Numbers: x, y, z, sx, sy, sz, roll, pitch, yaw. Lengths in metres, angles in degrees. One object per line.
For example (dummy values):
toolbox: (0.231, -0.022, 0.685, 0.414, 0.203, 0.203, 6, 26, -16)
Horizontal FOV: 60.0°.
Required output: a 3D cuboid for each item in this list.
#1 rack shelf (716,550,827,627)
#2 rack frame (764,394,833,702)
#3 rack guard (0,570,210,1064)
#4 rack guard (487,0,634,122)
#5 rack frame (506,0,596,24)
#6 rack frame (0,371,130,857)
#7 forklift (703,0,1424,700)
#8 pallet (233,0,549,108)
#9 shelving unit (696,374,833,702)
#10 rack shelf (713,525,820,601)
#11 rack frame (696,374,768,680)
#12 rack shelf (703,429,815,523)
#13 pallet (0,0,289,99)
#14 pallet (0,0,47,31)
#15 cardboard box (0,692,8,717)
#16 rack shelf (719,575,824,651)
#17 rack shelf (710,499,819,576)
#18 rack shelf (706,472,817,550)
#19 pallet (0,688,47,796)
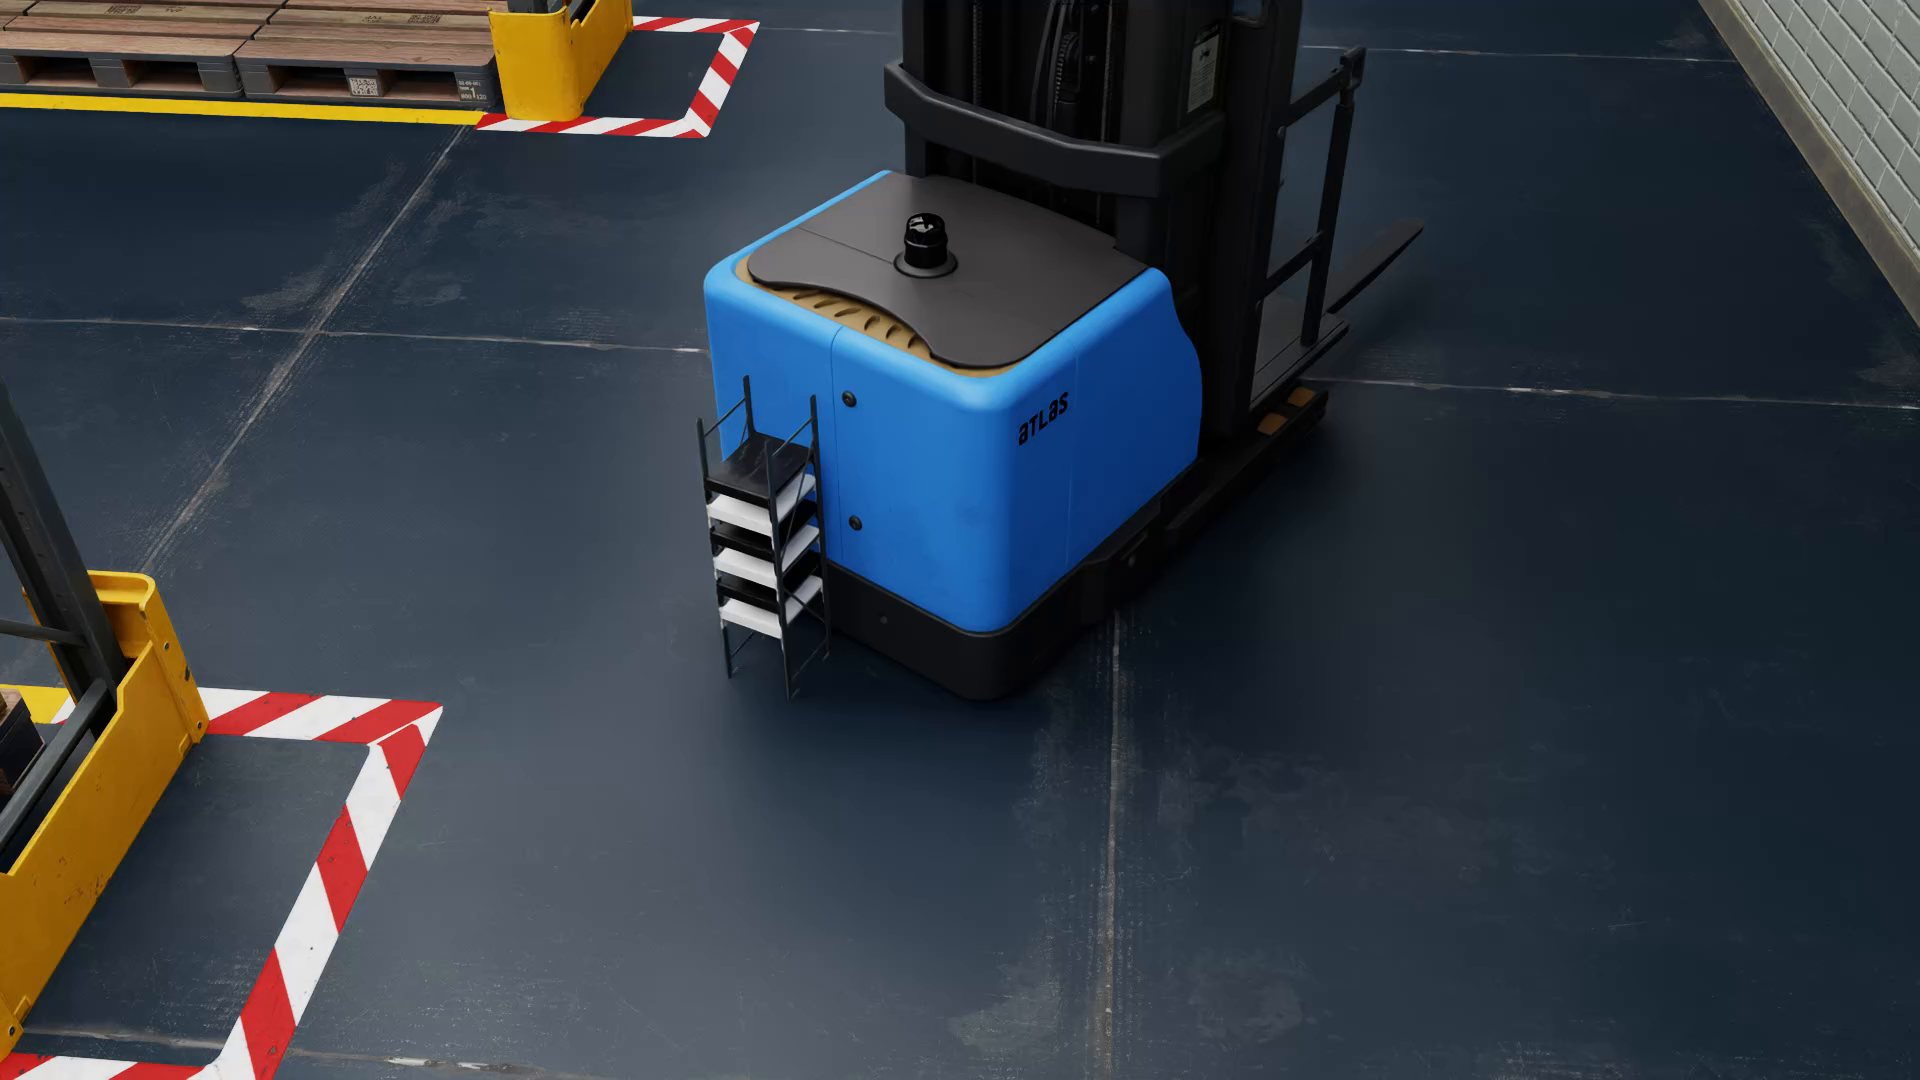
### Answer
rack shelf: (-0.519, 0.107, 4.601, 0.200, 0.077, 0.258, 18, 42, 21)
rack frame: (-0.429, 0.041, 4.487, 0.006, 0.900, 0.240, 18, 42, 21)
rack guard: (-2.301, 0.645, 4.062, 0.348, 0.500, 1.175, 3, 39, 4)
rack guard: (-1.873, -2.478, 7.899, 0.348, 0.500, 1.175, 3, 39, 4)
rack frame: (-1.898, -3.441, 7.101, 0.127, 3.000, 1.000, 3, 39, 4)
rack frame: (-2.325, -0.326, 3.274, 0.127, 3.000, 1.000, 3, 39, 4)
forklift: (0.596, -1.568, 4.854, 1.130, 2.935, 3.031, 26, 46, 28)
pallet: (-2.716, -2.429, 8.067, 1.213, 0.211, 1.003, 3, 39, 4)
shelving unit: (-0.519, 0.011, 4.523, 0.210, 0.900, 0.258, 18, 42, 21)
rack shelf: (-0.519, 0.037, 4.544, 0.200, 0.077, 0.258, 18, 42, 21)
rack frame: (-0.610, -0.018, 4.559, 0.006, 0.900, 0.240, 18, 42, 21)
rack shelf: (-0.519, -0.172, 4.374, 0.200, 0.077, 0.258, 18, 42, 21)
pallet: (-3.928, -2.497, 8.150, 1.213, 0.211, 1.003, 3, 39, 4)
pallet: (-5.147, -2.562, 8.230, 1.213, 0.211, 1.003, 3, 39, 4)
cardboard box: (-2.970, 0.351, 3.793, 0.875, 0.875, 0.875, 3, 39, 4)
rack shelf: (-0.519, 0.177, 4.658, 0.200, 0.077, 0.258, 18, 42, 21)
rack shelf: (-0.519, -0.032, 4.487, 0.200, 0.077, 0.258, 18, 42, 21)
rack shelf: (-0.519, -0.102, 4.430, 0.200, 0.077, 0.258, 18, 42, 21)
pallet: (-3.128, 0.761, 4.148, 1.213, 0.211, 1.003, 3, 39, 4)
